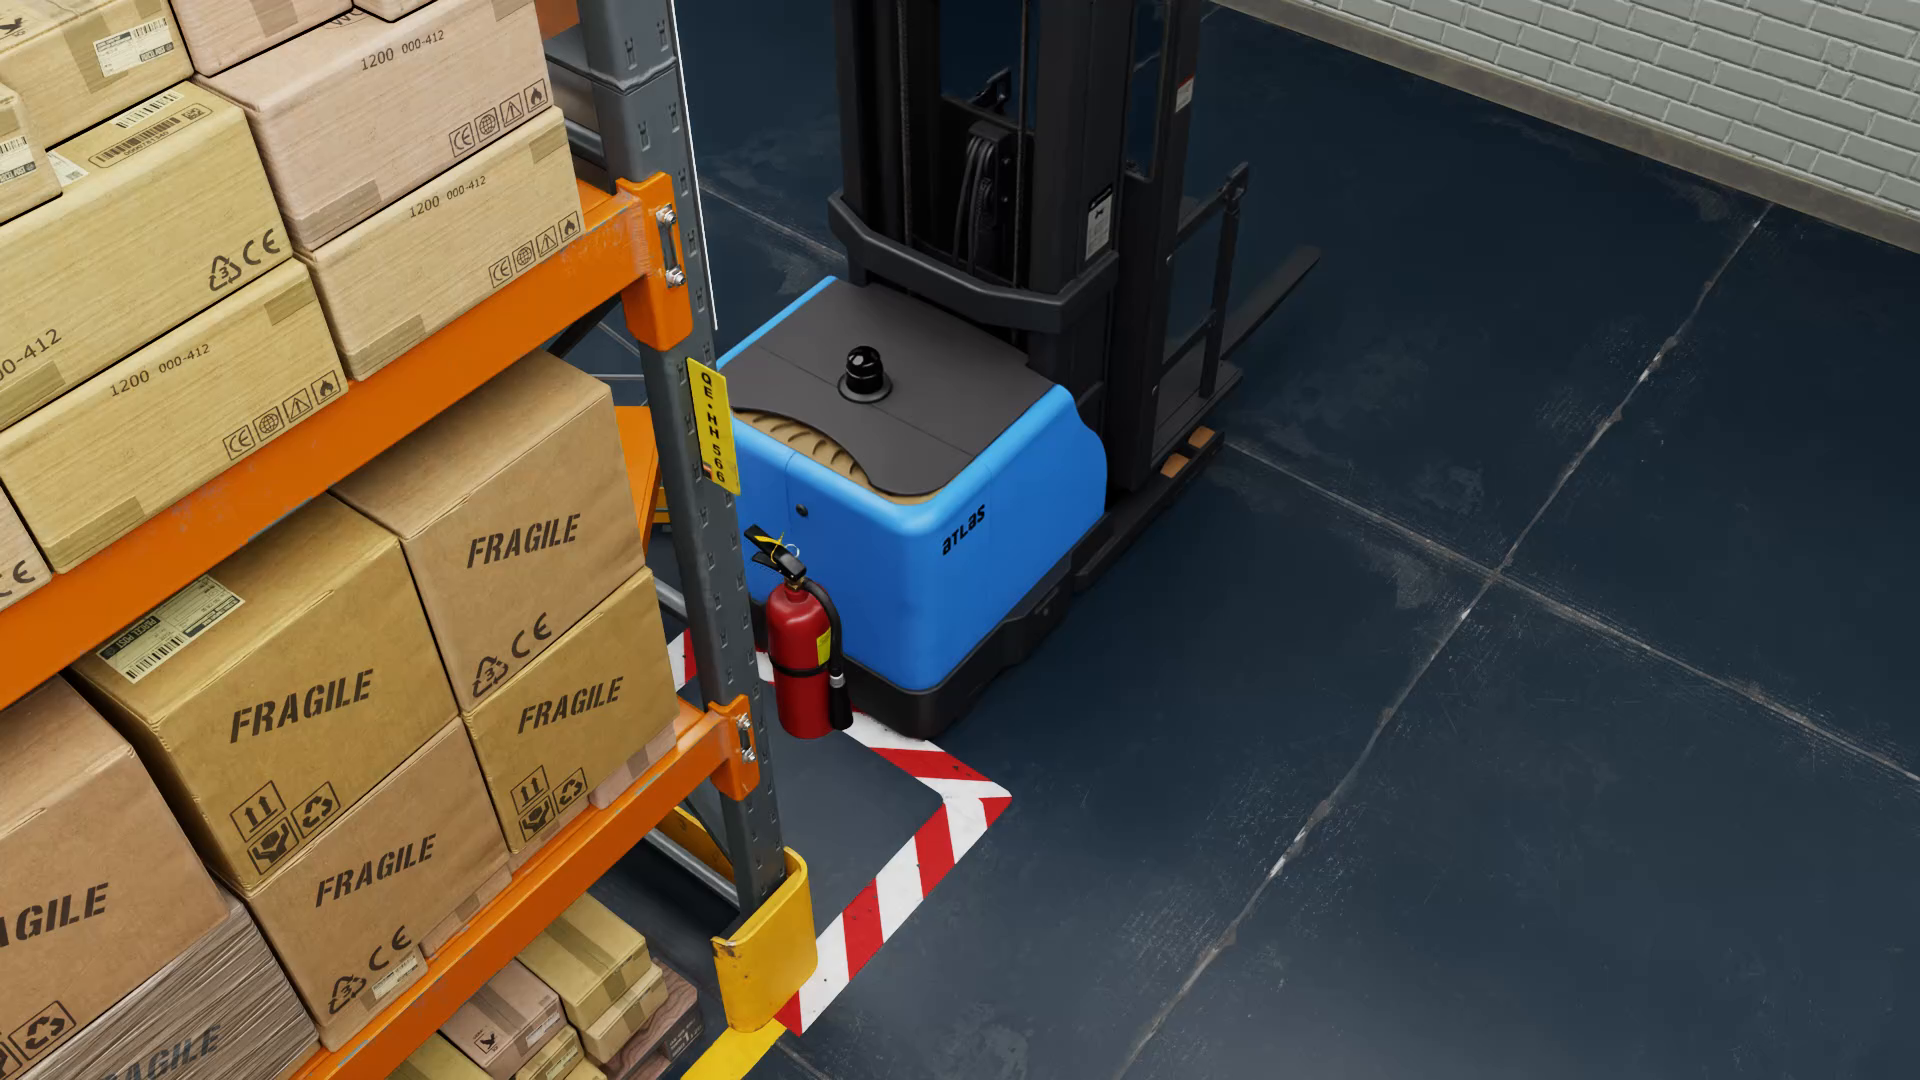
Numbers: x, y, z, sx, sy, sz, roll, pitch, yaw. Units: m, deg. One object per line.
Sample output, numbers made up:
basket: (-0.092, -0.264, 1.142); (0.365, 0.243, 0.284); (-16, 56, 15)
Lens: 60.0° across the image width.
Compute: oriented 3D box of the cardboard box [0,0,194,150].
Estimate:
cardboard box: (-1.280, -0.702, 2.254); (0.380, 0.149, 0.250); (28, 52, 24)

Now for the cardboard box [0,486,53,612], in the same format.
cardboard box: (-1.613, -0.007, 2.211); (0.500, 0.250, 0.500); (31, 54, 26)

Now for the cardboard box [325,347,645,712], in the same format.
cardboard box: (-1.007, -0.084, 3.289); (0.500, 0.500, 0.500); (28, 52, 24)

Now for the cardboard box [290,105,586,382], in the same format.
cardboard box: (-0.993, -0.580, 2.759); (0.500, 0.250, 0.500); (28, 52, 24)

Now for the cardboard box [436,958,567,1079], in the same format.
cardboard box: (-1.246, 1.195, 4.304); (0.380, 0.149, 0.250); (30, 53, 26)

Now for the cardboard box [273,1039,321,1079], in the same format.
cardboard box: (-1.545, 0.995, 3.398); (0.380, 0.149, 0.250); (27, 52, 23)

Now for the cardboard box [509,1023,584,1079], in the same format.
cardboard box: (-1.224, 1.318, 4.392); (0.380, 0.149, 0.250); (28, 52, 24)

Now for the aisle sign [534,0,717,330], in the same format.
aisle sign: (-0.642, -0.780, 3.123); (0.394, 0.787, 0.004); (29, 53, 25)

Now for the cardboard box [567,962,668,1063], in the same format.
cardboard box: (-1.021, 1.192, 4.512); (0.380, 0.149, 0.250); (28, 52, 24)

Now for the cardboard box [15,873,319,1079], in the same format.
cardboard box: (-1.617, 0.848, 3.091); (0.500, 0.500, 0.500); (29, 53, 25)

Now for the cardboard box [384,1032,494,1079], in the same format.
cardboard box: (-1.304, 1.399, 4.109); (0.380, 0.149, 0.250); (28, 52, 24)

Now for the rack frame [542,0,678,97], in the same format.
rack frame: (-0.924, -2.045, 1.980); (1.000, 3.000, 0.127); (29, 53, 25)

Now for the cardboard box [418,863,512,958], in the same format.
cardboard box: (-1.223, 0.701, 3.679); (0.380, 0.149, 0.250); (29, 53, 25)

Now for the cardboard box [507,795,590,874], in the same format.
cardboard box: (-1.082, 0.551, 3.823); (0.380, 0.149, 0.250); (29, 53, 25)

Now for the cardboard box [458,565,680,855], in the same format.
cardboard box: (-0.995, 0.261, 3.652); (0.500, 0.500, 0.500); (30, 53, 26)

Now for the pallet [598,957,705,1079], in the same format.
pallet: (-1.495, 1.483, 4.687); (1.003, 0.211, 1.213); (29, 53, 25)

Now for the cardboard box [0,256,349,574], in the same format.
cardboard box: (-1.299, -0.285, 2.477); (0.500, 0.250, 0.500); (29, 53, 25)

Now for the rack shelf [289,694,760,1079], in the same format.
rack shelf: (-2.147, 1.420, 3.317); (1.077, 0.370, 4.000); (29, 53, 25)

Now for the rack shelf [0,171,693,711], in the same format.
rack shelf: (-2.147, 0.384, 2.232); (1.077, 0.370, 4.000); (29, 53, 25)

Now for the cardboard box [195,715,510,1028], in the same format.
cardboard box: (-1.314, 0.553, 3.372); (0.500, 0.500, 0.500); (28, 53, 24)

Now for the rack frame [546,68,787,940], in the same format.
rack frame: (-0.924, 0.027, 4.150); (1.000, 3.000, 0.127); (29, 53, 25)

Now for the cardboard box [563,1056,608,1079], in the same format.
cardboard box: (-1.158, 1.452, 4.469); (0.380, 0.149, 0.250); (31, 54, 26)

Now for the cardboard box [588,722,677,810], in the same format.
cardboard box: (-0.900, 0.425, 3.943); (0.380, 0.149, 0.250); (29, 53, 25)

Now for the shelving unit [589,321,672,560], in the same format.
shelving unit: (-1.269, -0.198, 5.402); (0.587, 1.500, 1.083); (0, 46, 0)

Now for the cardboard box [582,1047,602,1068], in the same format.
cardboard box: (-1.081, 1.260, 4.653); (0.380, 0.149, 0.250); (30, 53, 26)

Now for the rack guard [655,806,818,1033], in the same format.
rack guard: (-0.971, 0.934, 5.012); (1.175, 0.500, 0.348); (29, 53, 25)

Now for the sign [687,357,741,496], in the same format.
sign: (-0.497, -0.225, 3.371); (0.100, 0.325, 0.005); (29, 53, 25)

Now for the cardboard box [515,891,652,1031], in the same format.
cardboard box: (-1.047, 1.076, 4.417); (0.380, 0.149, 0.250); (30, 53, 25)

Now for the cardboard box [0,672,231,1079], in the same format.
cardboard box: (-1.628, 0.508, 2.724); (0.500, 0.500, 0.500); (32, 54, 27)

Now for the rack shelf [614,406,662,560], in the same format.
rack shelf: (-1.269, -0.068, 5.526); (0.538, 0.185, 1.000); (0, 46, 0)

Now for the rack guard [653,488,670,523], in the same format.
rack guard: (-1.264, -0.127, 6.198); (0.587, 0.250, 0.087); (0, 46, 0)

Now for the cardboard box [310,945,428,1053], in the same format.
cardboard box: (-1.361, 0.858, 3.530); (0.380, 0.149, 0.250); (31, 54, 26)

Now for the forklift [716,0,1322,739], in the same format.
forklift: (0.376, -1.374, 5.535); (1.130, 2.935, 3.031); (29, 53, 25)

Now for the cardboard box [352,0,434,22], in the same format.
cardboard box: (-0.895, -0.947, 2.488); (0.380, 0.149, 0.250); (29, 53, 25)

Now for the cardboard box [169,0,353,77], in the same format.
cardboard box: (-1.106, -0.840, 2.386); (0.380, 0.149, 0.250); (30, 53, 25)

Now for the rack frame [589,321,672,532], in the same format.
rack frame: (-1.264, -0.559, 5.747); (0.500, 1.500, 0.032); (0, 46, 0)

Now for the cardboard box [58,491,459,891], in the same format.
cardboard box: (-1.317, 0.206, 3.012); (0.500, 0.500, 0.500); (27, 52, 24)

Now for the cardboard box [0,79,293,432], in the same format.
cardboard box: (-1.316, -0.461, 2.299); (0.500, 0.250, 0.500); (28, 52, 24)

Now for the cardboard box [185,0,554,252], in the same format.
cardboard box: (-1.005, -0.754, 2.579); (0.500, 0.250, 0.500); (28, 52, 24)

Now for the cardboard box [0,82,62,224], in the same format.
cardboard box: (-1.355, -0.503, 2.064); (0.380, 0.149, 0.250); (30, 53, 26)

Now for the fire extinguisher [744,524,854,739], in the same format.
fire extinguisher: (-0.405, 0.243, 4.255); (0.296, 0.674, 0.183); (29, 53, 25)
